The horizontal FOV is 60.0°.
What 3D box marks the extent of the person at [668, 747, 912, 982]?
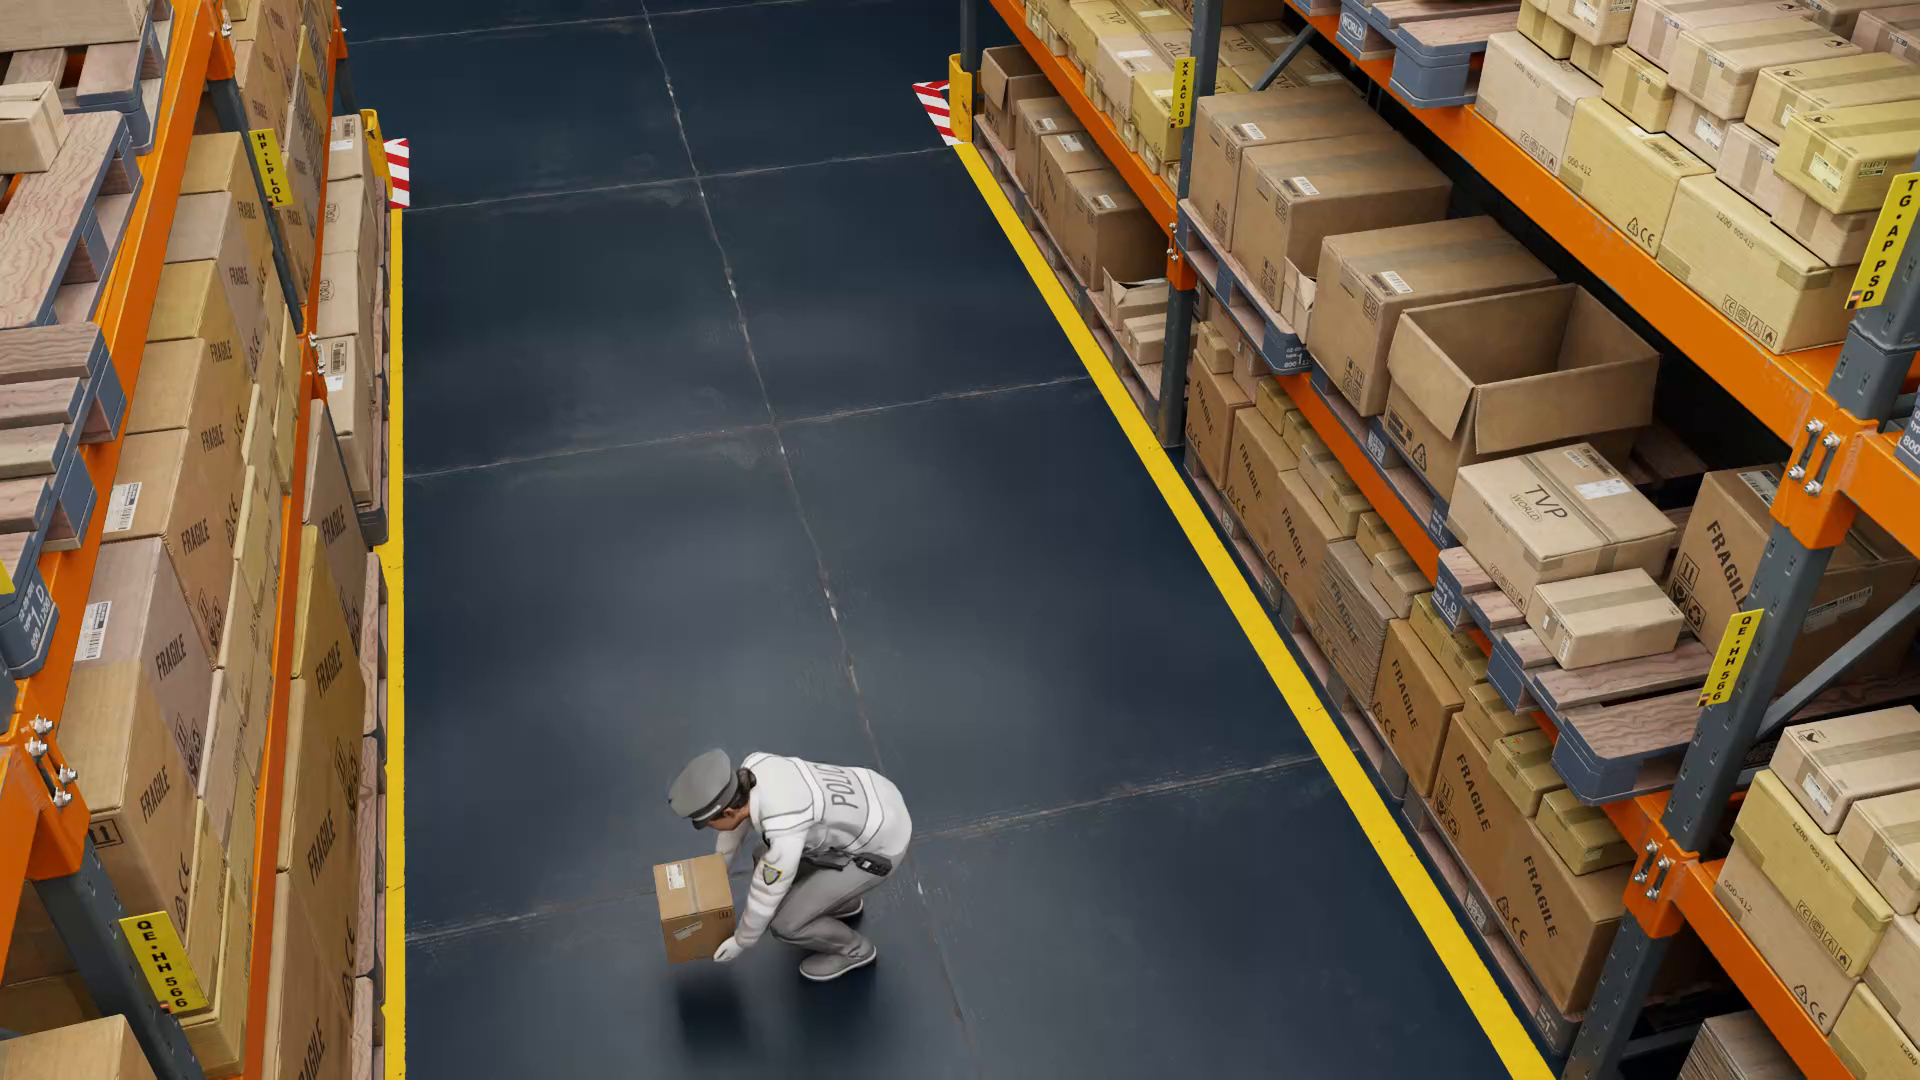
[{"bbox_3d":[-0.570,1.102,5.803,0.815,1.073,0.504,-10,39,-12],"label":"person"}]
